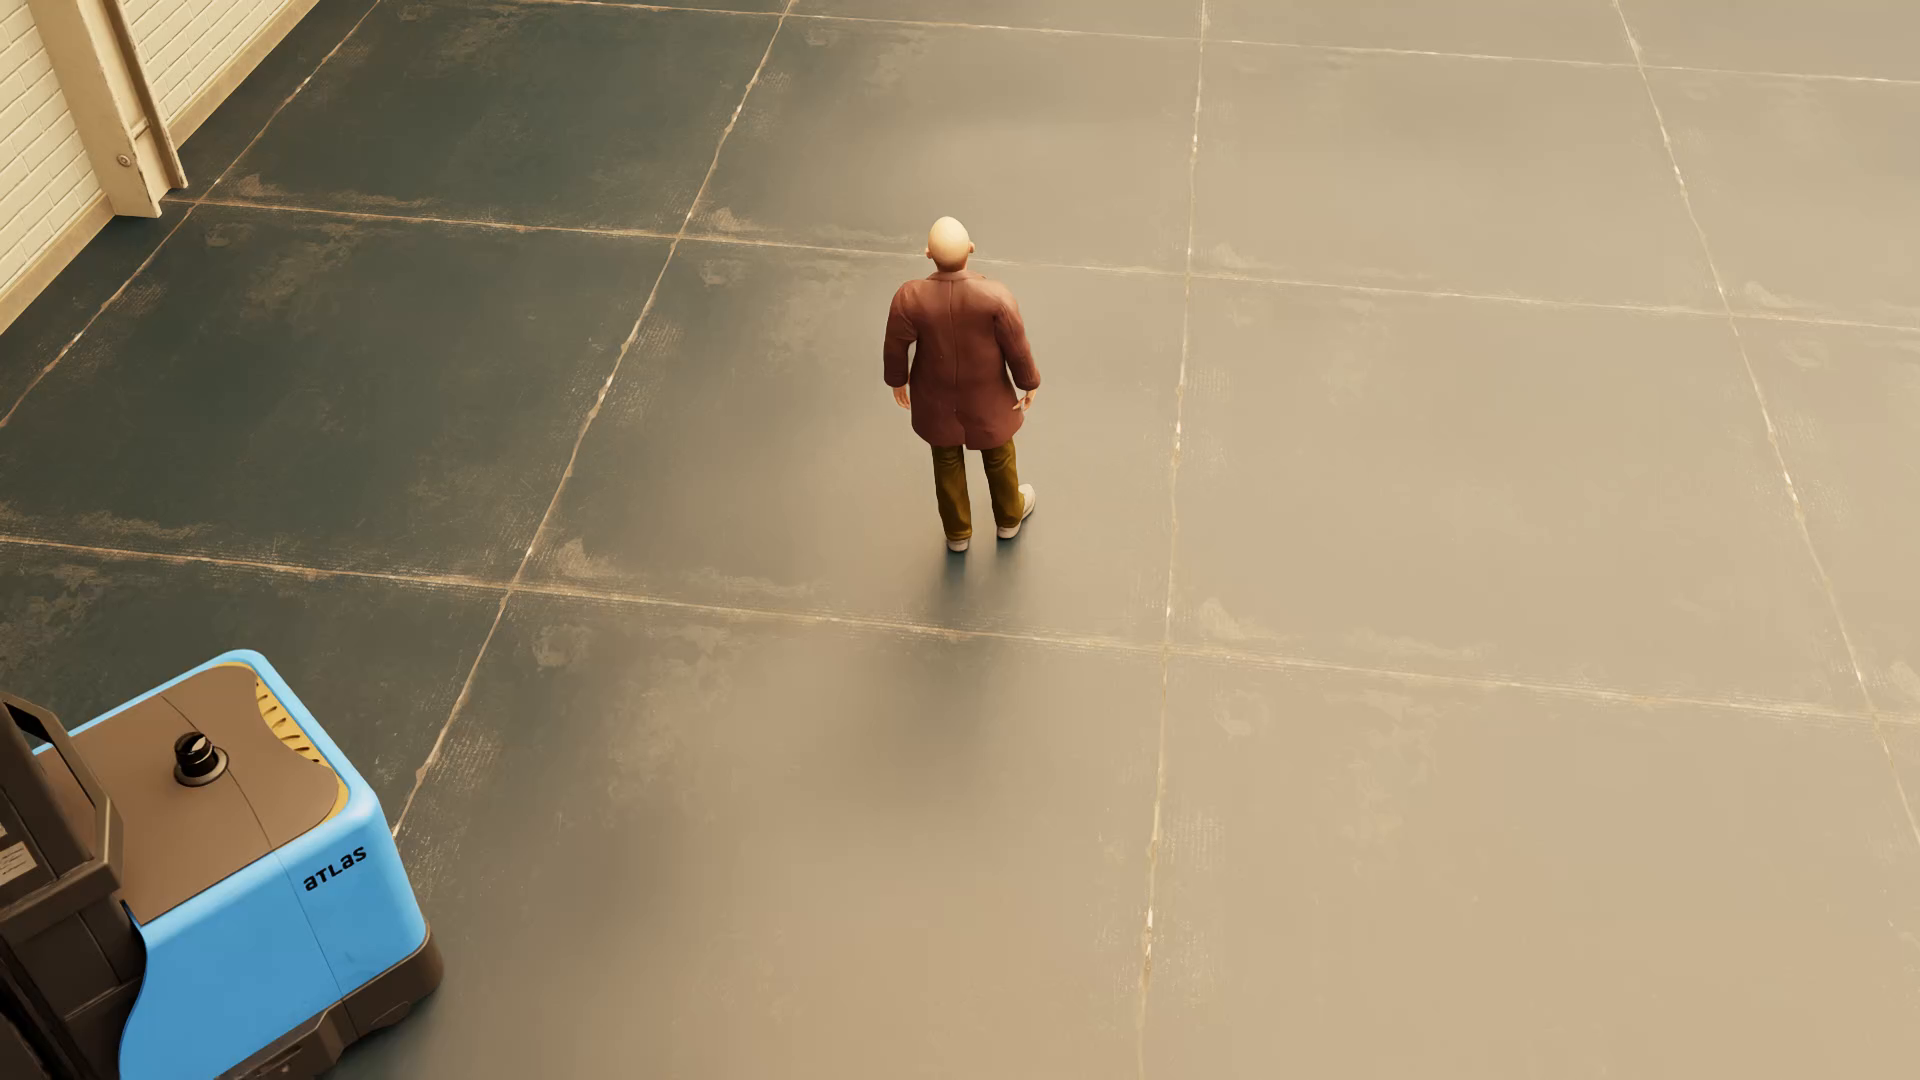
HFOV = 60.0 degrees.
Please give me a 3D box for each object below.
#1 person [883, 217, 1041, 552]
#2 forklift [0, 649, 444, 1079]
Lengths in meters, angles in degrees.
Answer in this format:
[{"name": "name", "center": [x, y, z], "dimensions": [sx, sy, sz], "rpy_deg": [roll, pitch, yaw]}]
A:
[{"name": "person", "center": [0.017, -0.720, 7.350], "dimensions": [0.694, 1.776, 0.582], "rpy_deg": [5, 43, 6]}, {"name": "forklift", "center": [-3.315, 0.983, 4.654], "dimensions": [3.031, 2.935, 1.130], "rpy_deg": [-31, 51, -30]}]
